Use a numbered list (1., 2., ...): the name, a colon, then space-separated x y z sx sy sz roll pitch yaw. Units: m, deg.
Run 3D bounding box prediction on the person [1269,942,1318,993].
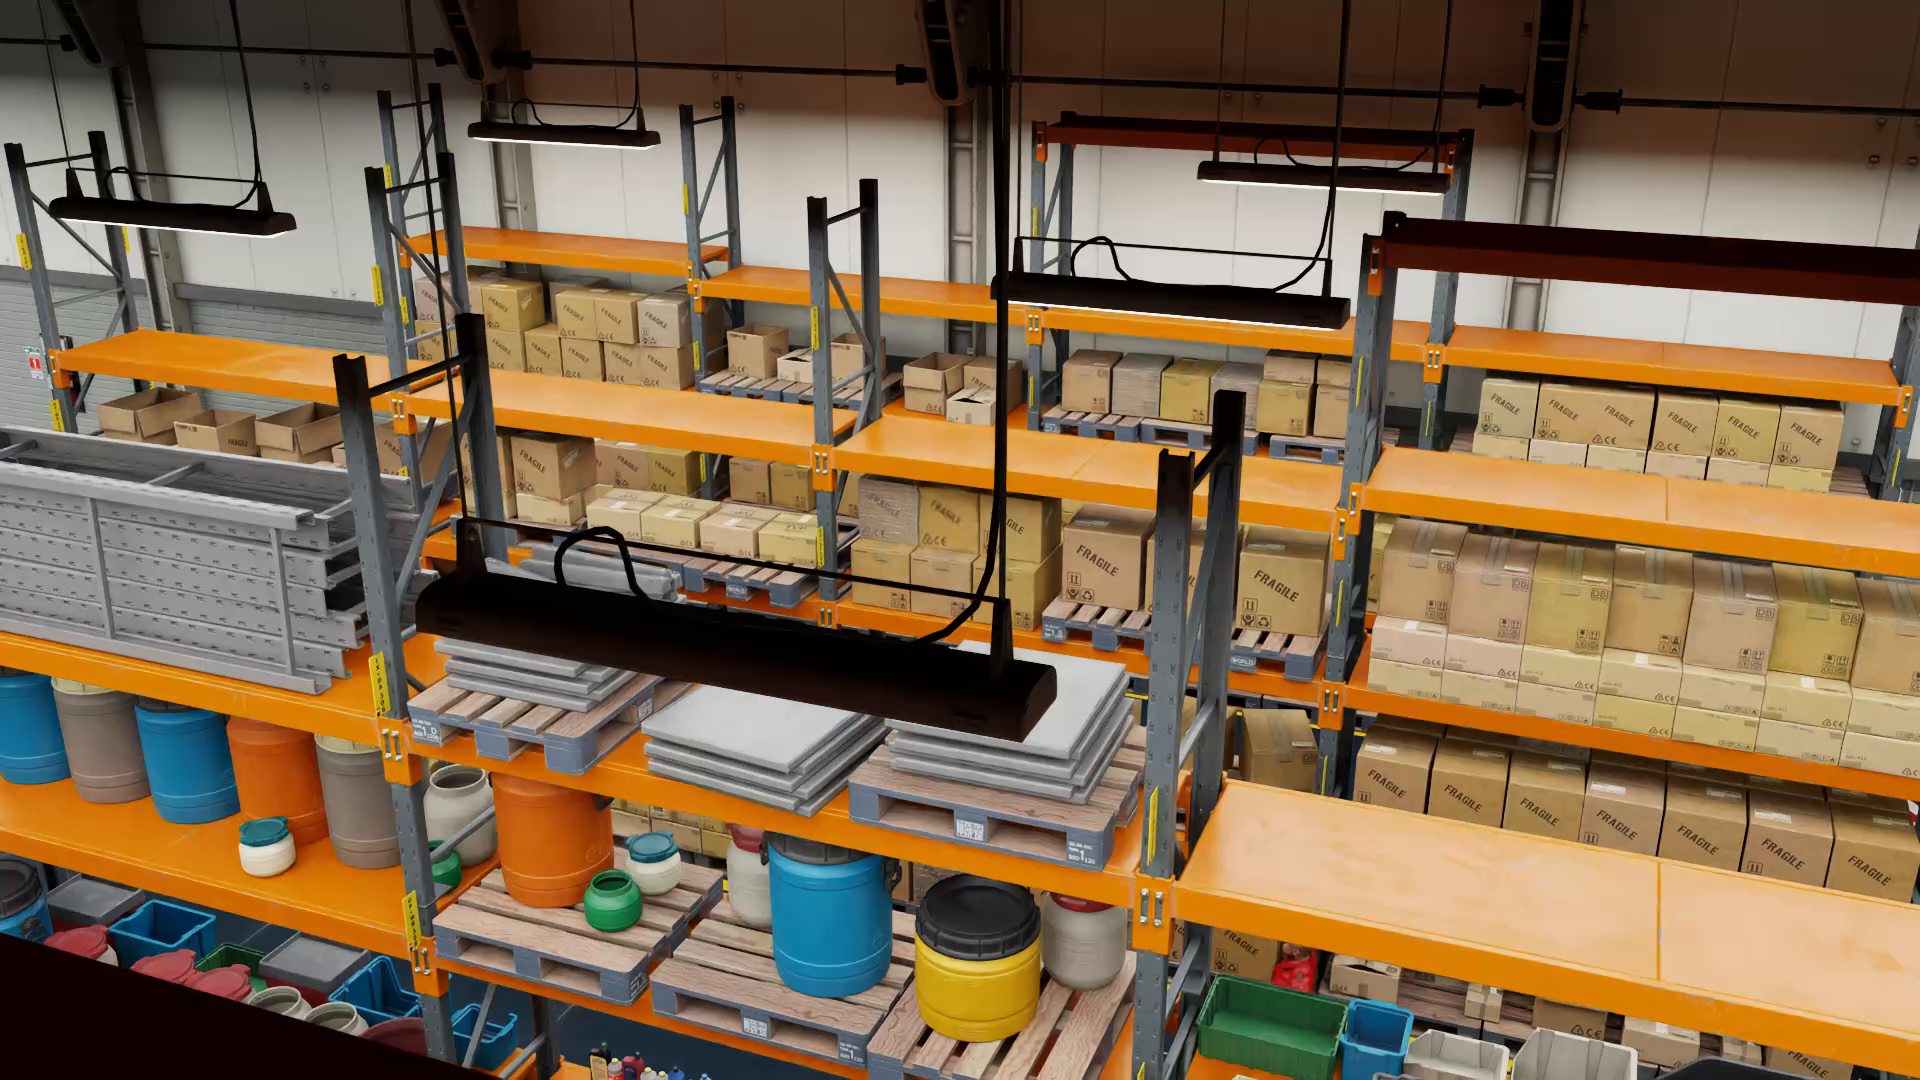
1. person: 2.212 3.314 11.298 1.099 1.645 0.604 7 22 17
